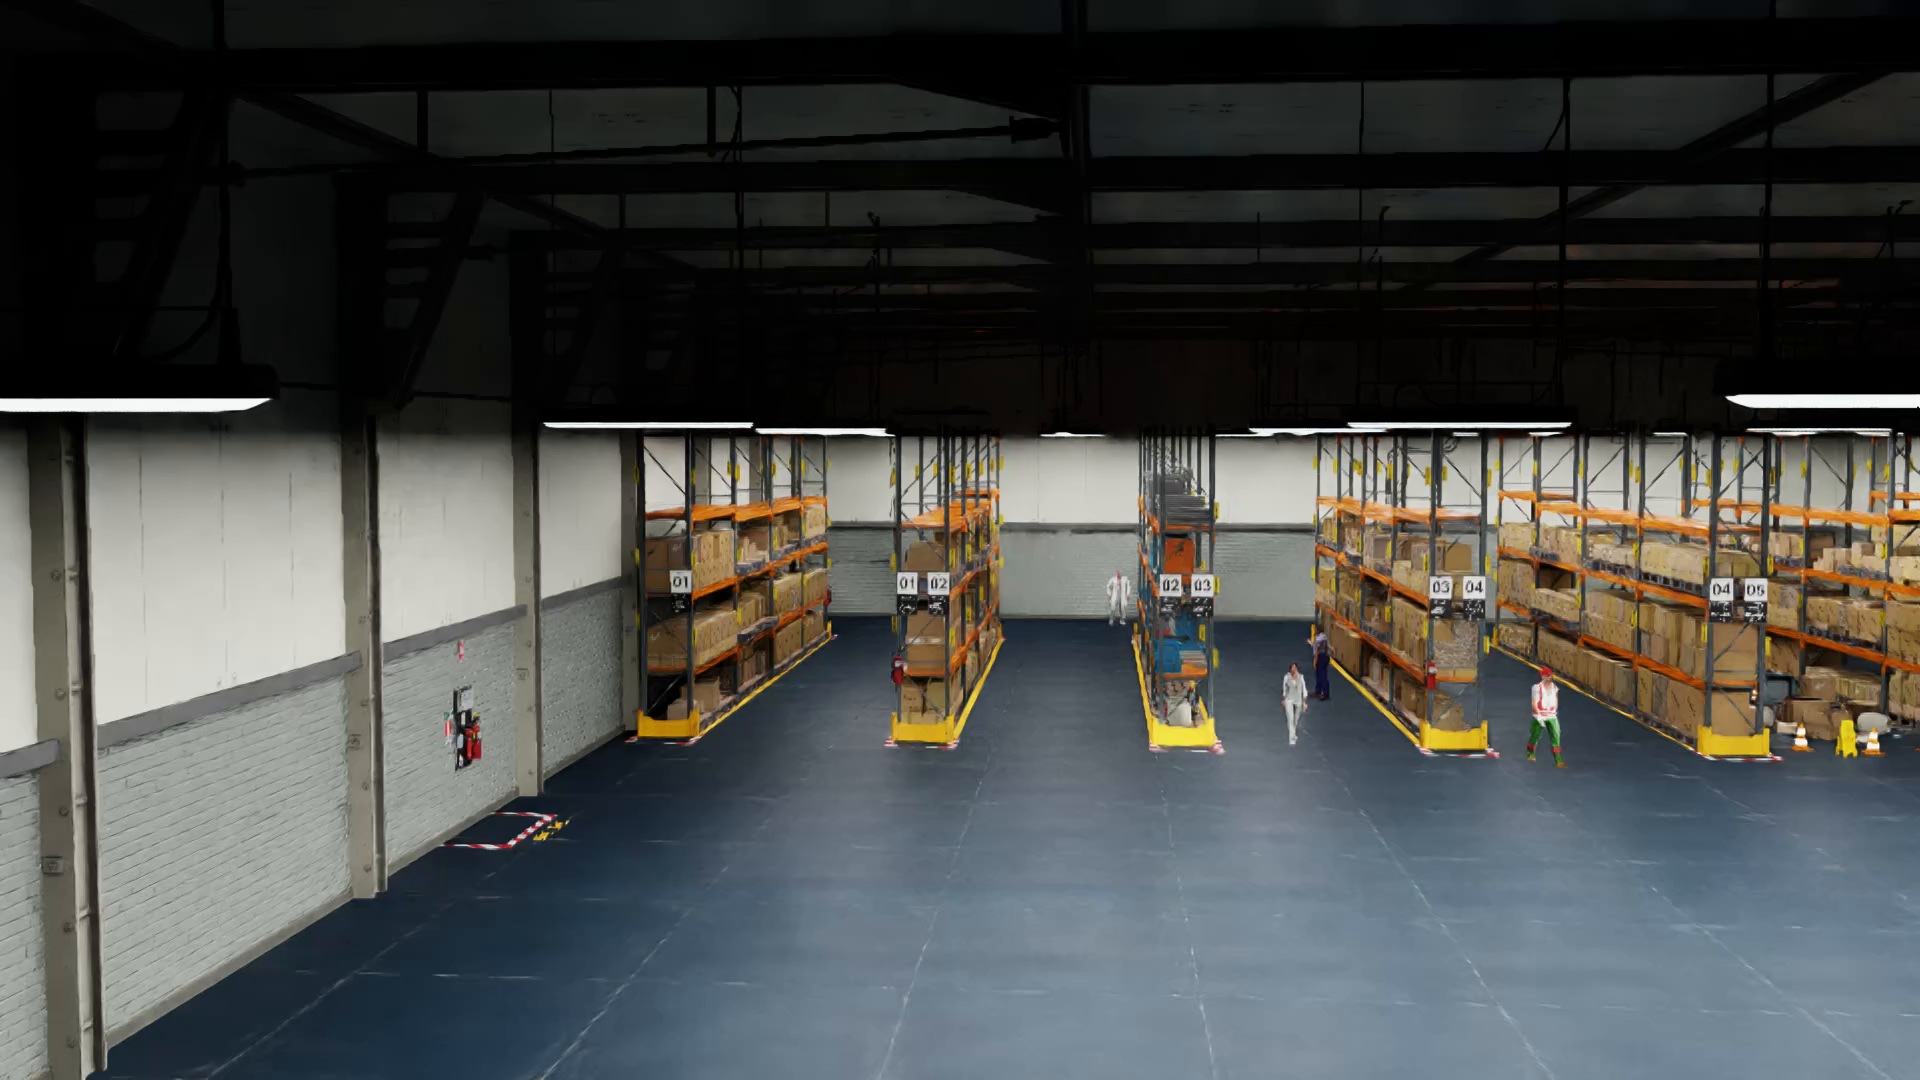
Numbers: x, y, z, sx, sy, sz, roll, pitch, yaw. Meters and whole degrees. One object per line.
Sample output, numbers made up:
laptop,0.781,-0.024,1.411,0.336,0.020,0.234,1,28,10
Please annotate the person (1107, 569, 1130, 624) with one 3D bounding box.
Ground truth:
person,4.884,1.744,51.269,0.729,1.733,0.546,0,3,4

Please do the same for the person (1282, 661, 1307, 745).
person,6.298,3.038,31.297,0.432,1.539,0.948,0,3,4

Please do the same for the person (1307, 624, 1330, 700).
person,7.916,2.665,36.648,0.567,1.630,0.610,2,4,27

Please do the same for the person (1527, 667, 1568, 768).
person,10.229,3.077,29.054,0.528,1.728,1.032,0,3,-4
